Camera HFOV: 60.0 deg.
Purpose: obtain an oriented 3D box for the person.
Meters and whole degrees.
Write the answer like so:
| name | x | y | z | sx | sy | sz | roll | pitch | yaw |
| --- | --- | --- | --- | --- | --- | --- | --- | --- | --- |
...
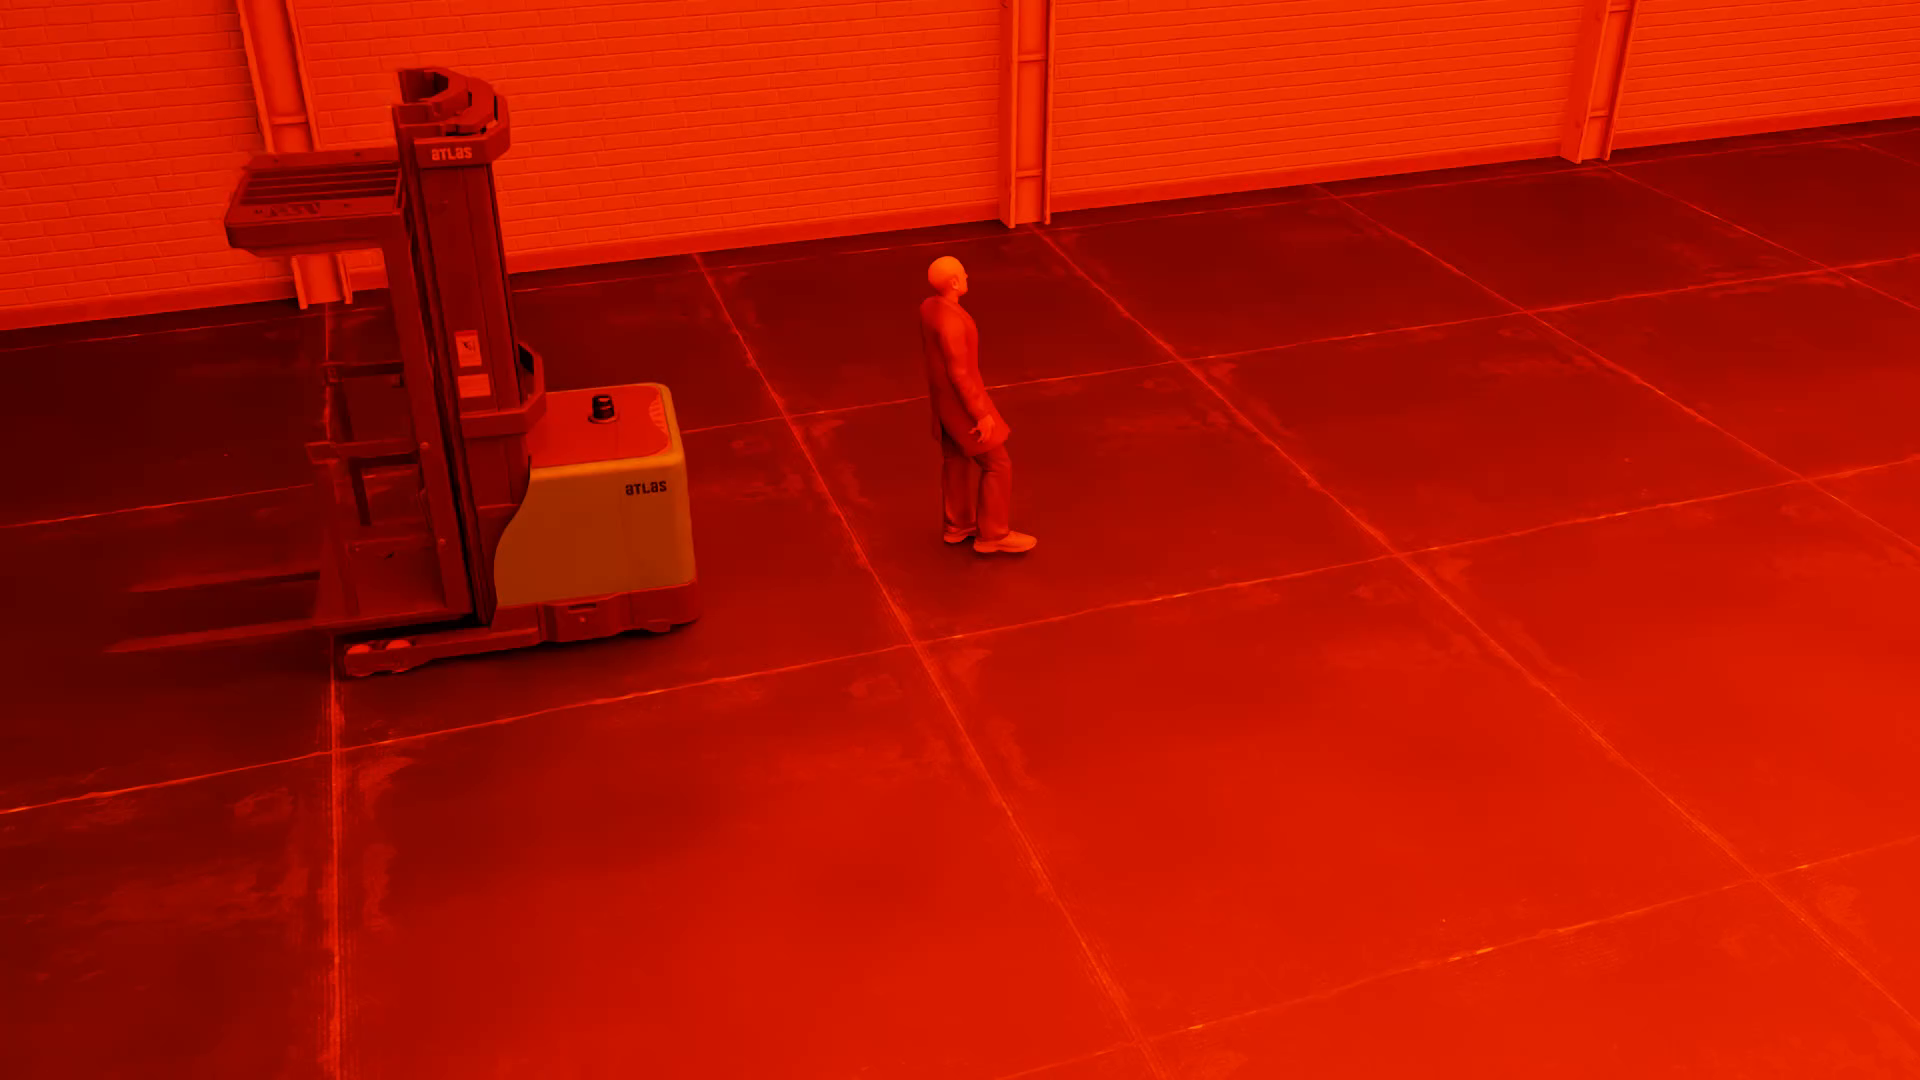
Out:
| name | x | y | z | sx | sy | sz | roll | pitch | yaw |
| --- | --- | --- | --- | --- | --- | --- | --- | --- | --- |
| person | 0.089 | -0.789 | 9.602 | 0.580 | 1.777 | 0.696 | -10 | 31 | -16 |

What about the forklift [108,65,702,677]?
| name | x | y | z | sx | sy | sz | roll | pitch | yaw |
| --- | --- | --- | --- | --- | --- | --- | --- | --- | --- |
| forklift | -3.001 | -0.839 | 8.546 | 3.031 | 2.935 | 1.130 | -7 | 31 | -12 |
